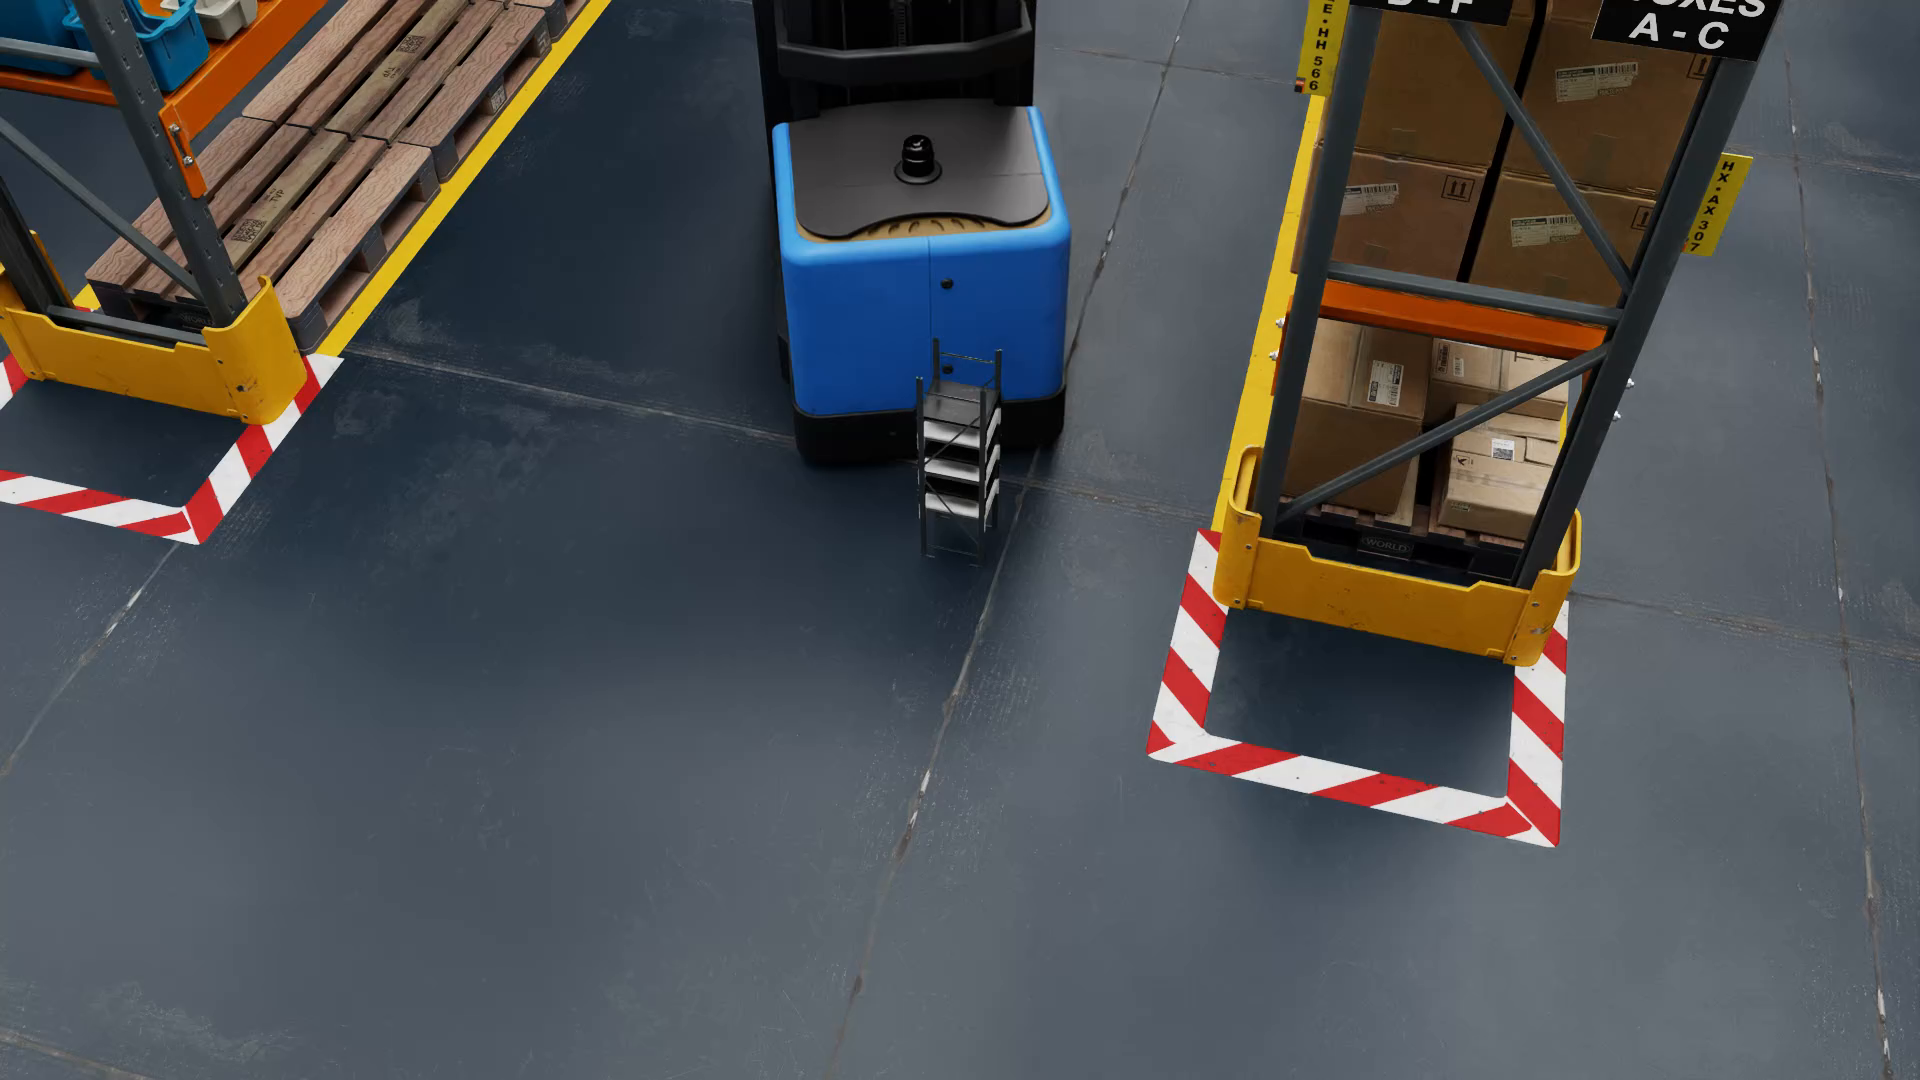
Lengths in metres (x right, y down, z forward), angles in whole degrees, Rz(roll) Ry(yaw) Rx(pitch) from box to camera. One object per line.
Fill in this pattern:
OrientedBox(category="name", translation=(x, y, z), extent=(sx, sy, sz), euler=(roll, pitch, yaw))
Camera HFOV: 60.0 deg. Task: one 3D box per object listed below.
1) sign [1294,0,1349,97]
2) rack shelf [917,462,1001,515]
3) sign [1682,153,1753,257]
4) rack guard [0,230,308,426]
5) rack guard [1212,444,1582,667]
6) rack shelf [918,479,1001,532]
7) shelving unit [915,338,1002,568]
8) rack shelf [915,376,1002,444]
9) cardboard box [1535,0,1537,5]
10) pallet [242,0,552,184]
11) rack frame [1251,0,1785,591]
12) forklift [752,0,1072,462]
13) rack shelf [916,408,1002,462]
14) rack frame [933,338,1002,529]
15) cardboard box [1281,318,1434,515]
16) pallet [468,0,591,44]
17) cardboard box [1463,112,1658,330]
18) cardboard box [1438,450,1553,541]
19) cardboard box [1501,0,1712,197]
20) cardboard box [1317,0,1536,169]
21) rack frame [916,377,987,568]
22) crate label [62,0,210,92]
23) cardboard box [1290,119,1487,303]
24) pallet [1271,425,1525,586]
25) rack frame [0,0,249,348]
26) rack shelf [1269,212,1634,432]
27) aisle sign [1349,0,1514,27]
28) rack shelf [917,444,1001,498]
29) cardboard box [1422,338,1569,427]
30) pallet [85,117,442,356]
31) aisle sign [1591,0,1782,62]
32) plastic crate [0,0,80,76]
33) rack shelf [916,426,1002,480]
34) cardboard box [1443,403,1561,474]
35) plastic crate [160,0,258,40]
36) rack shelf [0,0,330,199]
OrientedBox(category="sign", translation=(0.967, -1.330, 4.440), extent=(0.100, 0.325, 0.005), euler=(12, 50, 10))
OrientedBox(category="rack shelf", translation=(-0.002, -0.210, 6.000), extent=(0.258, 0.077, 0.200), euler=(12, 50, 10))
OrientedBox(category="sign", translation=(2.020, -0.898, 4.465), extent=(0.100, 0.325, 0.005), euler=(12, 50, 10))
OrientedBox(category="rack guard", translation=(-3.275, -0.852, 6.668), extent=(1.175, 0.500, 0.348), euler=(12, 50, 10))
OrientedBox(category="rack guard", translation=(1.517, 0.054, 5.869), extent=(1.175, 0.500, 0.348), euler=(12, 50, 10))
OrientedBox(category="rack shelf", translation=(-0.002, -0.151, 6.067), extent=(0.258, 0.077, 0.200), euler=(12, 50, 10))
OrientedBox(category="shelving unit", translation=(-0.002, -0.292, 5.907), extent=(0.258, 0.900, 0.210), euler=(12, 50, 10))
OrientedBox(category="rack shelf", translation=(-0.002, -0.449, 5.730), extent=(0.258, 0.077, 0.200), euler=(12, 50, 10))
OrientedBox(category="cardboard box", translation=(1.998, -1.731, 5.044), extent=(0.500, 0.500, 0.500), euler=(12, 50, 10))
OrientedBox(category="pallet", translation=(-2.703, -2.245, 8.090), extent=(1.003, 0.211, 1.213), euler=(12, 50, 10))
OrientedBox(category="rack frame", translation=(1.497, -0.719, 4.884), extent=(1.000, 3.000, 0.127), euler=(12, 50, 10))
OrientedBox(category="forklift", translation=(-0.279, -2.387, 6.402), extent=(1.130, 2.935, 3.031), euler=(-5, 49, -4))
OrientedBox(category="rack shelf", translation=(-0.002, -0.389, 5.797), extent=(0.258, 0.077, 0.200), euler=(12, 50, 10))
OrientedBox(category="rack frame", translation=(0.025, -0.365, 5.972), extent=(0.240, 0.900, 0.006), euler=(12, 50, 10))
OrientedBox(category="cardboard box", translation=(1.402, -0.479, 6.046), extent=(0.500, 0.500, 0.500), euler=(12, 50, 10))
OrientedBox(category="pallet", translation=(-2.384, -3.130, 8.871), extent=(1.003, 0.211, 1.213), euler=(12, 50, 10))
OrientedBox(category="cardboard box", translation=(1.868, -1.021, 5.083), extent=(0.500, 0.500, 0.500), euler=(13, 50, 11))
OrientedBox(category="cardboard box", translation=(1.939, -0.156, 5.995), extent=(0.380, 0.149, 0.250), euler=(12, 50, 10))
OrientedBox(category="cardboard box", translation=(1.868, -1.351, 4.709), extent=(0.500, 0.500, 0.500), euler=(13, 50, 11))
OrientedBox(category="cardboard box", translation=(1.349, -1.459, 4.803), extent=(0.500, 0.500, 0.500), euler=(11, 50, 10))
OrientedBox(category="rack frame", translation=(-0.029, -0.218, 5.843), extent=(0.240, 0.900, 0.006), euler=(12, 50, 10))
OrientedBox(category="crate label", translation=(-2.898, -1.777, 5.889), extent=(0.416, 0.233, 0.303), euler=(12, 50, 10))
OrientedBox(category="cardboard box", translation=(1.352, -1.129, 5.179), extent=(0.500, 0.500, 0.500), euler=(13, 50, 11))
OrientedBox(category="pallet", translation=(1.726, -0.428, 6.487), extent=(1.003, 0.211, 1.213), euler=(12, 50, 10))
OrientedBox(category="rack frame", translation=(-3.281, -1.699, 5.749), extent=(1.000, 3.000, 0.127), euler=(12, 50, 10))
OrientedBox(category="rack shelf", translation=(2.023, -1.927, 6.430), extent=(1.077, 0.370, 4.000), euler=(12, 50, 10))
OrientedBox(category="aisle sign", translation=(1.183, -1.590, 3.919), extent=(0.394, 0.787, 0.004), euler=(12, 50, 10))
OrientedBox(category="rack shelf", translation=(-0.002, -0.270, 5.932), extent=(0.258, 0.077, 0.200), euler=(12, 50, 10))
OrientedBox(category="cardboard box", translation=(2.045, -0.653, 6.366), extent=(0.500, 0.250, 0.500), euler=(12, 50, 10))
OrientedBox(category="pallet", translation=(-3.026, -1.365, 7.314), extent=(1.003, 0.211, 1.213), euler=(12, 50, 10))
OrientedBox(category="aisle sign", translation=(1.762, -1.471, 3.814), extent=(0.394, 0.787, 0.004), euler=(12, 50, 10))
OrientedBox(category="plastic crate", translation=(-3.373, -2.009, 5.959), extent=(0.616, 0.435, 0.499), euler=(12, 50, 10))
OrientedBox(category="rack shelf", translation=(-0.002, -0.329, 5.865), extent=(0.258, 0.077, 0.200), euler=(12, 50, 10))
OrientedBox(category="cardboard box", translation=(2.004, -0.342, 6.148), extent=(0.380, 0.166, 0.250), euler=(12, 50, 10))
OrientedBox(category="plastic crate", translation=(-2.734, -1.961, 6.116), extent=(0.250, 0.136, 0.298), euler=(12, 50, 10))
OrientedBox(category="rack shelf", translation=(-2.755, -2.907, 7.295), extent=(1.077, 0.370, 4.000), euler=(12, 50, 10))
